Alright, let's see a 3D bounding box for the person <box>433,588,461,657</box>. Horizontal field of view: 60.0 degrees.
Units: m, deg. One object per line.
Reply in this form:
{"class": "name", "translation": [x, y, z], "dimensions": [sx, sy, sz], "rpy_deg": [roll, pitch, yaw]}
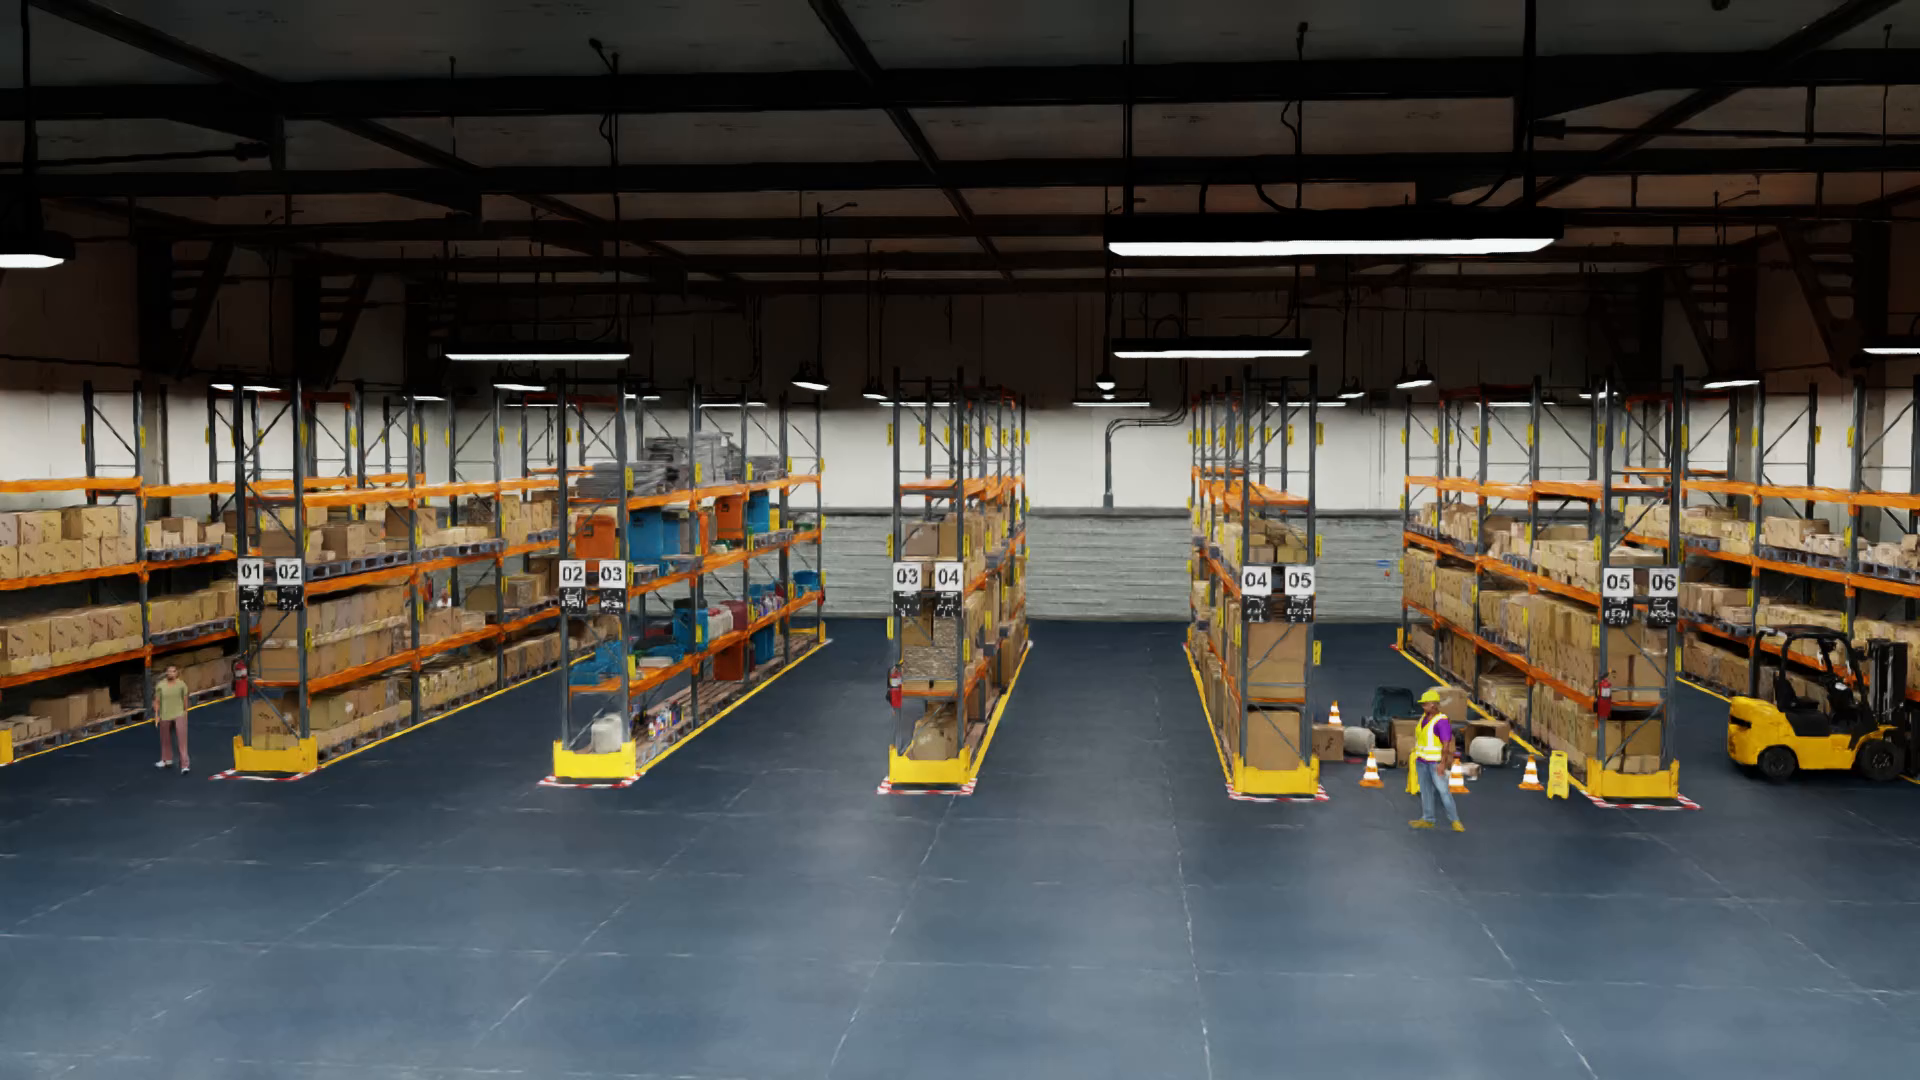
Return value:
{"class": "person", "translation": [-11.167, 1.941, 36.163], "dimensions": [0.588, 1.594, 1.193], "rpy_deg": [0, 4, 3]}

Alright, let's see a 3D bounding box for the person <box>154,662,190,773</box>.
{"class": "person", "translation": [-11.774, 2.639, 24.815], "dimensions": [0.543, 1.633, 0.923], "rpy_deg": [-1, 4, -19]}

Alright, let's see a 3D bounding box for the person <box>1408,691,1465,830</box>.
{"class": "person", "translation": [6.100, 2.810, 21.238], "dimensions": [0.482, 1.764, 0.750], "rpy_deg": [-2, 4, -24]}
